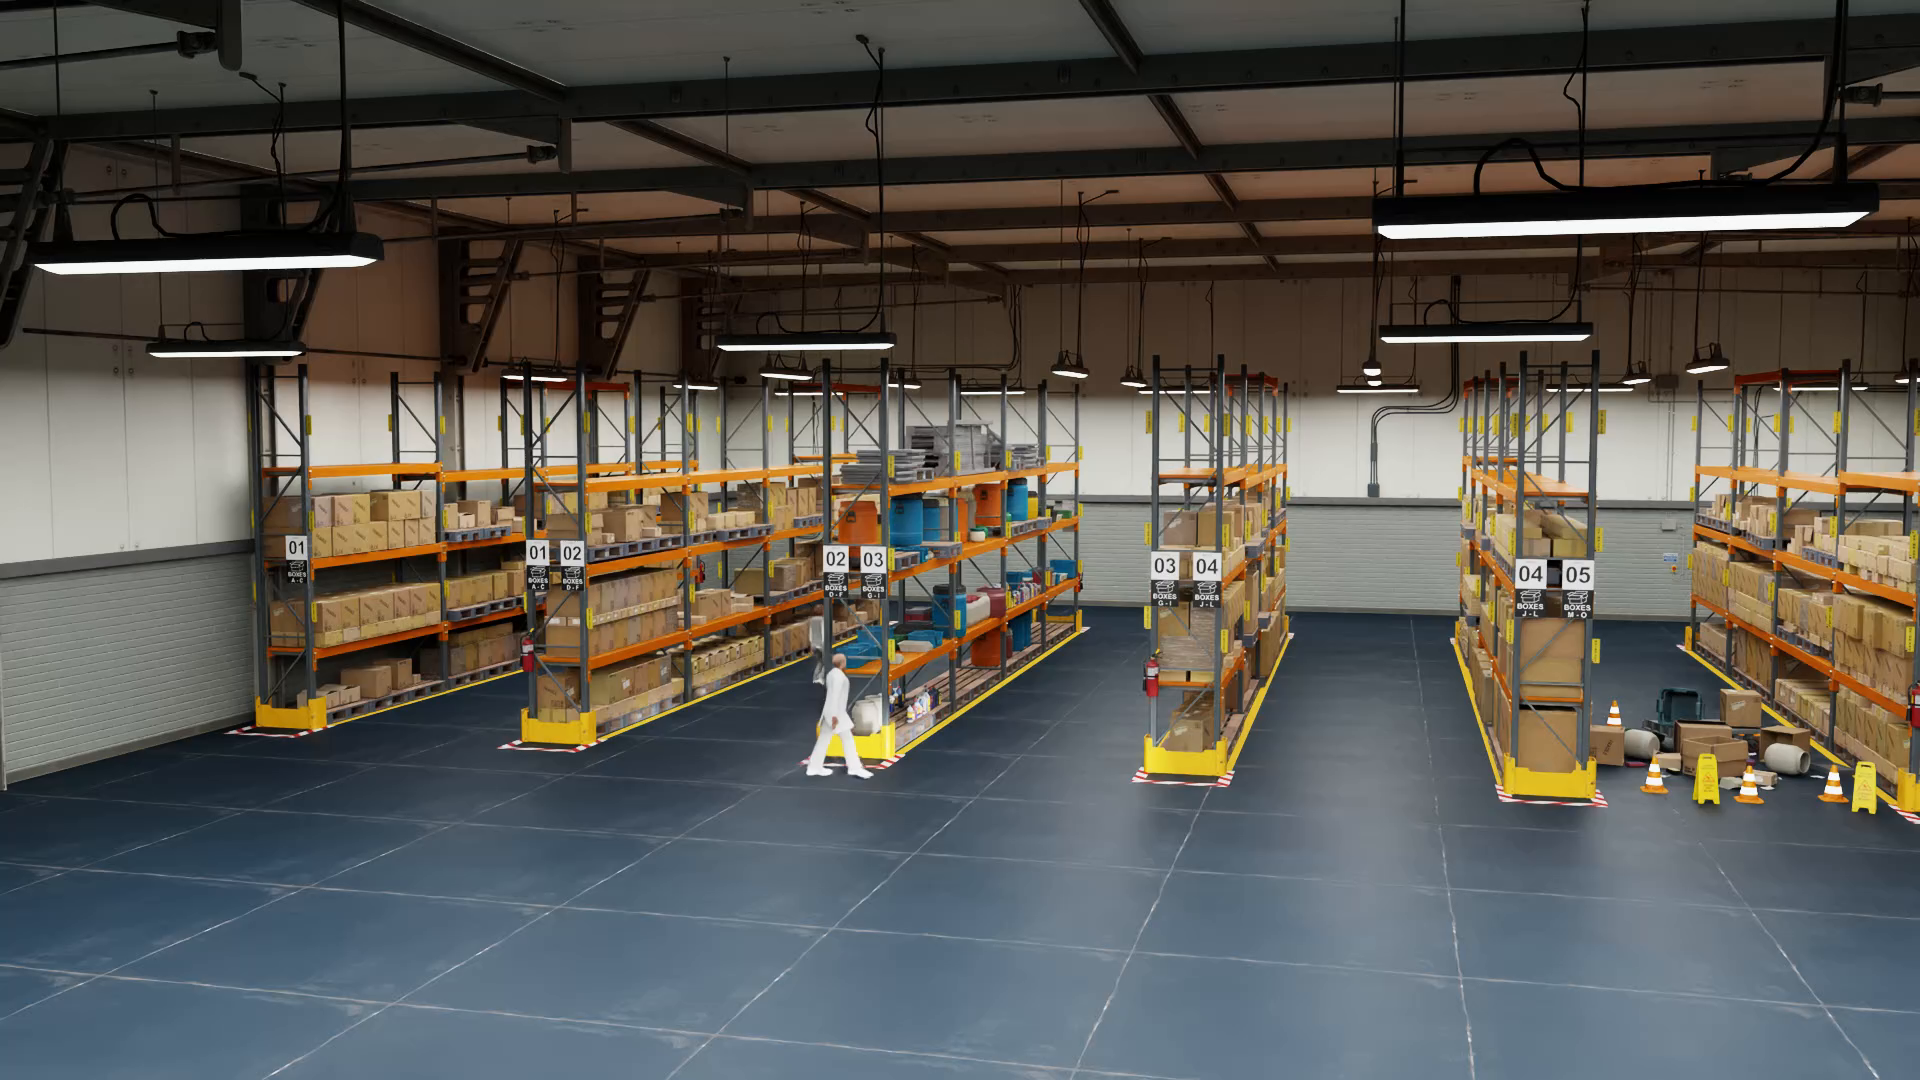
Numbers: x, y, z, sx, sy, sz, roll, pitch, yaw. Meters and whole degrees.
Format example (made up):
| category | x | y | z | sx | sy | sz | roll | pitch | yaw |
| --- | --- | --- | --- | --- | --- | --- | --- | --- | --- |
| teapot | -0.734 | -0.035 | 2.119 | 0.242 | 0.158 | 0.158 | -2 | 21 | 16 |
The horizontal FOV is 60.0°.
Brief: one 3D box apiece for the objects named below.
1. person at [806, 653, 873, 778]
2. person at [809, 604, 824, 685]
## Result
| category | x | y | z | sx | sy | sz | roll | pitch | yaw |
| --- | --- | --- | --- | --- | --- | --- | --- | --- | --- |
| person | -1.730 | 2.491 | 23.652 | 0.925 | 1.761 | 0.646 | -1 | 4 | -15 |
| person | -2.579 | 1.929 | 30.451 | 0.456 | 1.508 | 0.453 | 2 | 4 | 23 |
